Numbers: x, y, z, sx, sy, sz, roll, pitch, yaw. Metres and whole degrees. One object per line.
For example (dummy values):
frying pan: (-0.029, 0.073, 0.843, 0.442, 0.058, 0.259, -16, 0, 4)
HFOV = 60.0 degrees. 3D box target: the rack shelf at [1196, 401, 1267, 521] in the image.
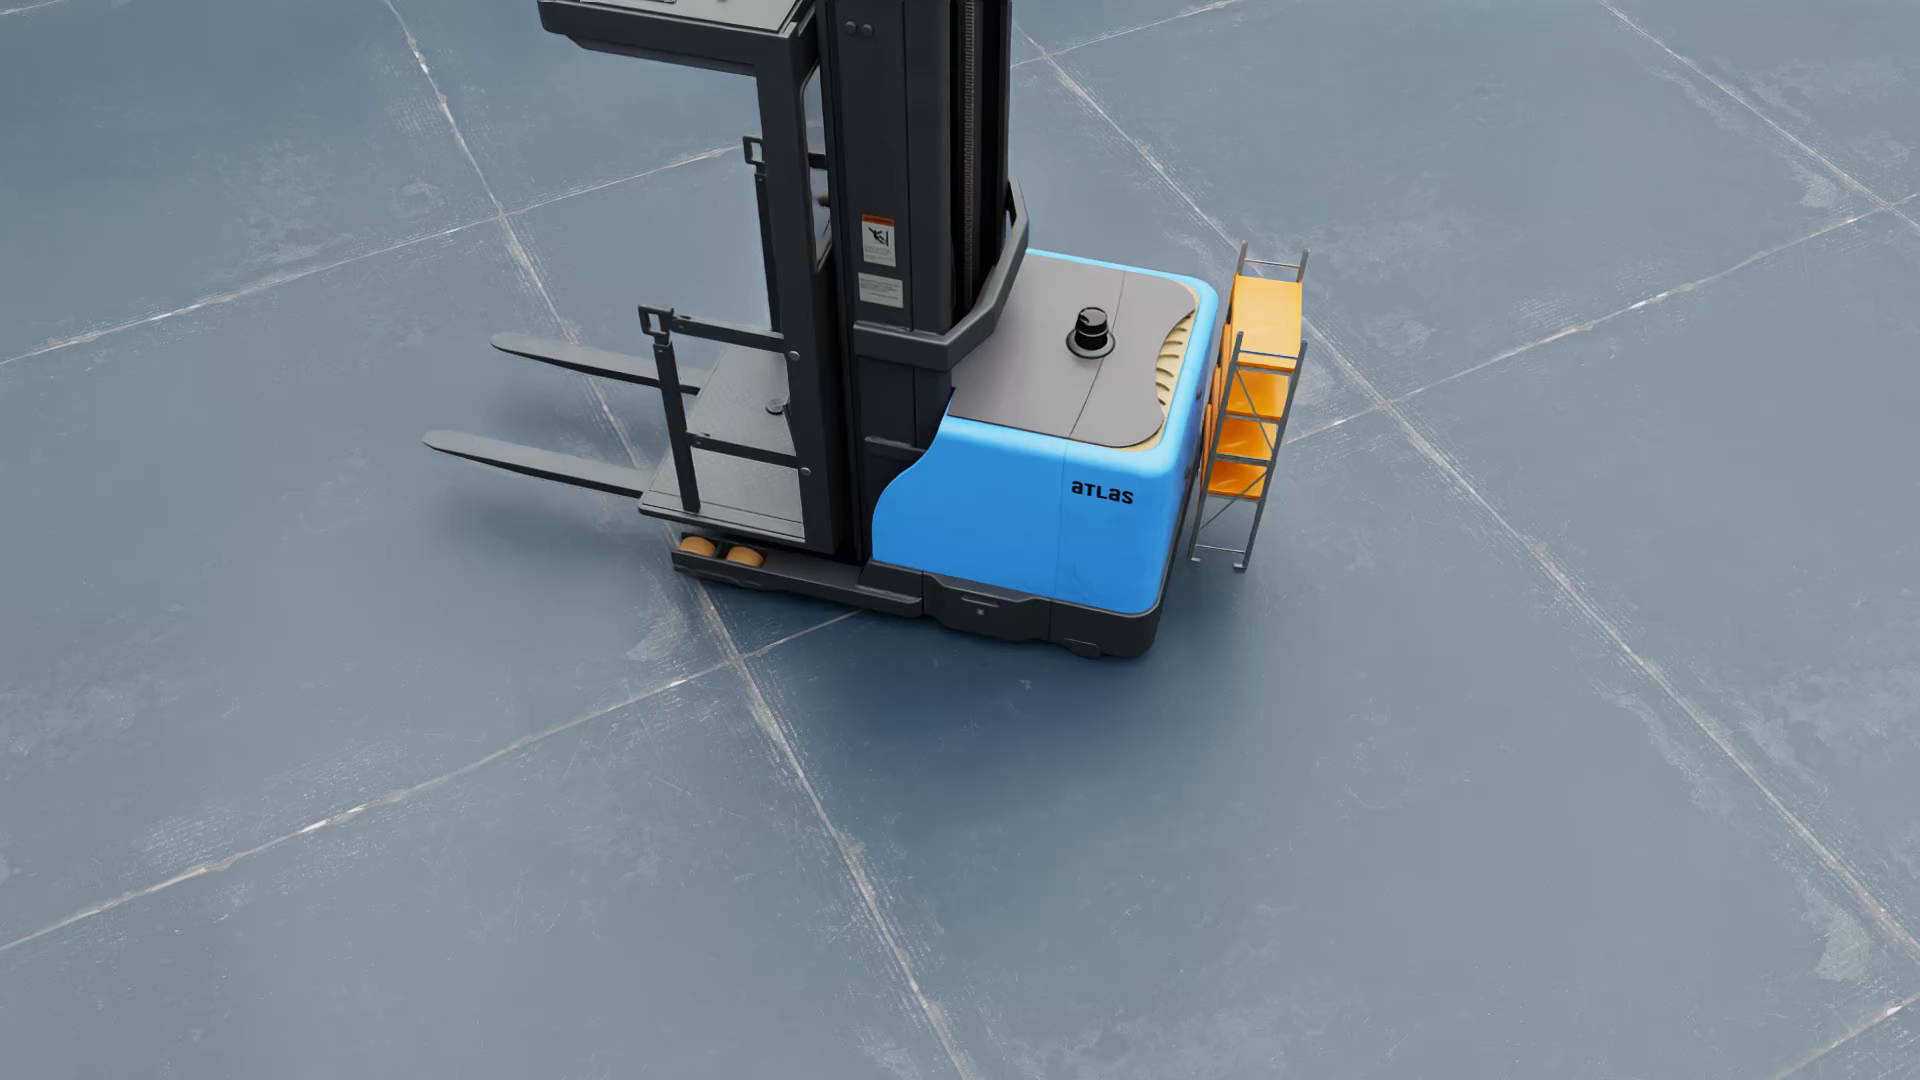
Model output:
rack shelf: (1.062, -0.308, 6.460, 0.258, 0.148, 0.480, 8, 49, 4)

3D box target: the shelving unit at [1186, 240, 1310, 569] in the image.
shelving unit: (1.073, -0.481, 6.259, 0.258, 1.200, 0.503, 8, 49, 4)

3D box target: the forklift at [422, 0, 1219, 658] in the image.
forklift: (-0.621, -1.150, 5.701, 3.031, 2.935, 1.130, 12, 50, 10)

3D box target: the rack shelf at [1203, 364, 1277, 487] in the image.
rack shelf: (1.070, -0.437, 6.310, 0.258, 0.148, 0.480, 8, 49, 4)

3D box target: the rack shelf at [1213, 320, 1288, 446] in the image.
rack shelf: (1.080, -0.583, 6.141, 0.258, 0.148, 0.480, 8, 49, 4)

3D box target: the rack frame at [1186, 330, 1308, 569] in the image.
rack frame: (1.037, -0.300, 6.100, 0.240, 1.200, 0.015, 8, 49, 4)

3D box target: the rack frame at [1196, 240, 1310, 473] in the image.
rack frame: (1.108, -0.663, 6.418, 0.240, 1.200, 0.015, 8, 49, 4)

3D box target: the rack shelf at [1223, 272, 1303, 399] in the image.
rack shelf: (1.090, -0.738, 5.962, 0.258, 0.148, 0.480, 8, 49, 4)
